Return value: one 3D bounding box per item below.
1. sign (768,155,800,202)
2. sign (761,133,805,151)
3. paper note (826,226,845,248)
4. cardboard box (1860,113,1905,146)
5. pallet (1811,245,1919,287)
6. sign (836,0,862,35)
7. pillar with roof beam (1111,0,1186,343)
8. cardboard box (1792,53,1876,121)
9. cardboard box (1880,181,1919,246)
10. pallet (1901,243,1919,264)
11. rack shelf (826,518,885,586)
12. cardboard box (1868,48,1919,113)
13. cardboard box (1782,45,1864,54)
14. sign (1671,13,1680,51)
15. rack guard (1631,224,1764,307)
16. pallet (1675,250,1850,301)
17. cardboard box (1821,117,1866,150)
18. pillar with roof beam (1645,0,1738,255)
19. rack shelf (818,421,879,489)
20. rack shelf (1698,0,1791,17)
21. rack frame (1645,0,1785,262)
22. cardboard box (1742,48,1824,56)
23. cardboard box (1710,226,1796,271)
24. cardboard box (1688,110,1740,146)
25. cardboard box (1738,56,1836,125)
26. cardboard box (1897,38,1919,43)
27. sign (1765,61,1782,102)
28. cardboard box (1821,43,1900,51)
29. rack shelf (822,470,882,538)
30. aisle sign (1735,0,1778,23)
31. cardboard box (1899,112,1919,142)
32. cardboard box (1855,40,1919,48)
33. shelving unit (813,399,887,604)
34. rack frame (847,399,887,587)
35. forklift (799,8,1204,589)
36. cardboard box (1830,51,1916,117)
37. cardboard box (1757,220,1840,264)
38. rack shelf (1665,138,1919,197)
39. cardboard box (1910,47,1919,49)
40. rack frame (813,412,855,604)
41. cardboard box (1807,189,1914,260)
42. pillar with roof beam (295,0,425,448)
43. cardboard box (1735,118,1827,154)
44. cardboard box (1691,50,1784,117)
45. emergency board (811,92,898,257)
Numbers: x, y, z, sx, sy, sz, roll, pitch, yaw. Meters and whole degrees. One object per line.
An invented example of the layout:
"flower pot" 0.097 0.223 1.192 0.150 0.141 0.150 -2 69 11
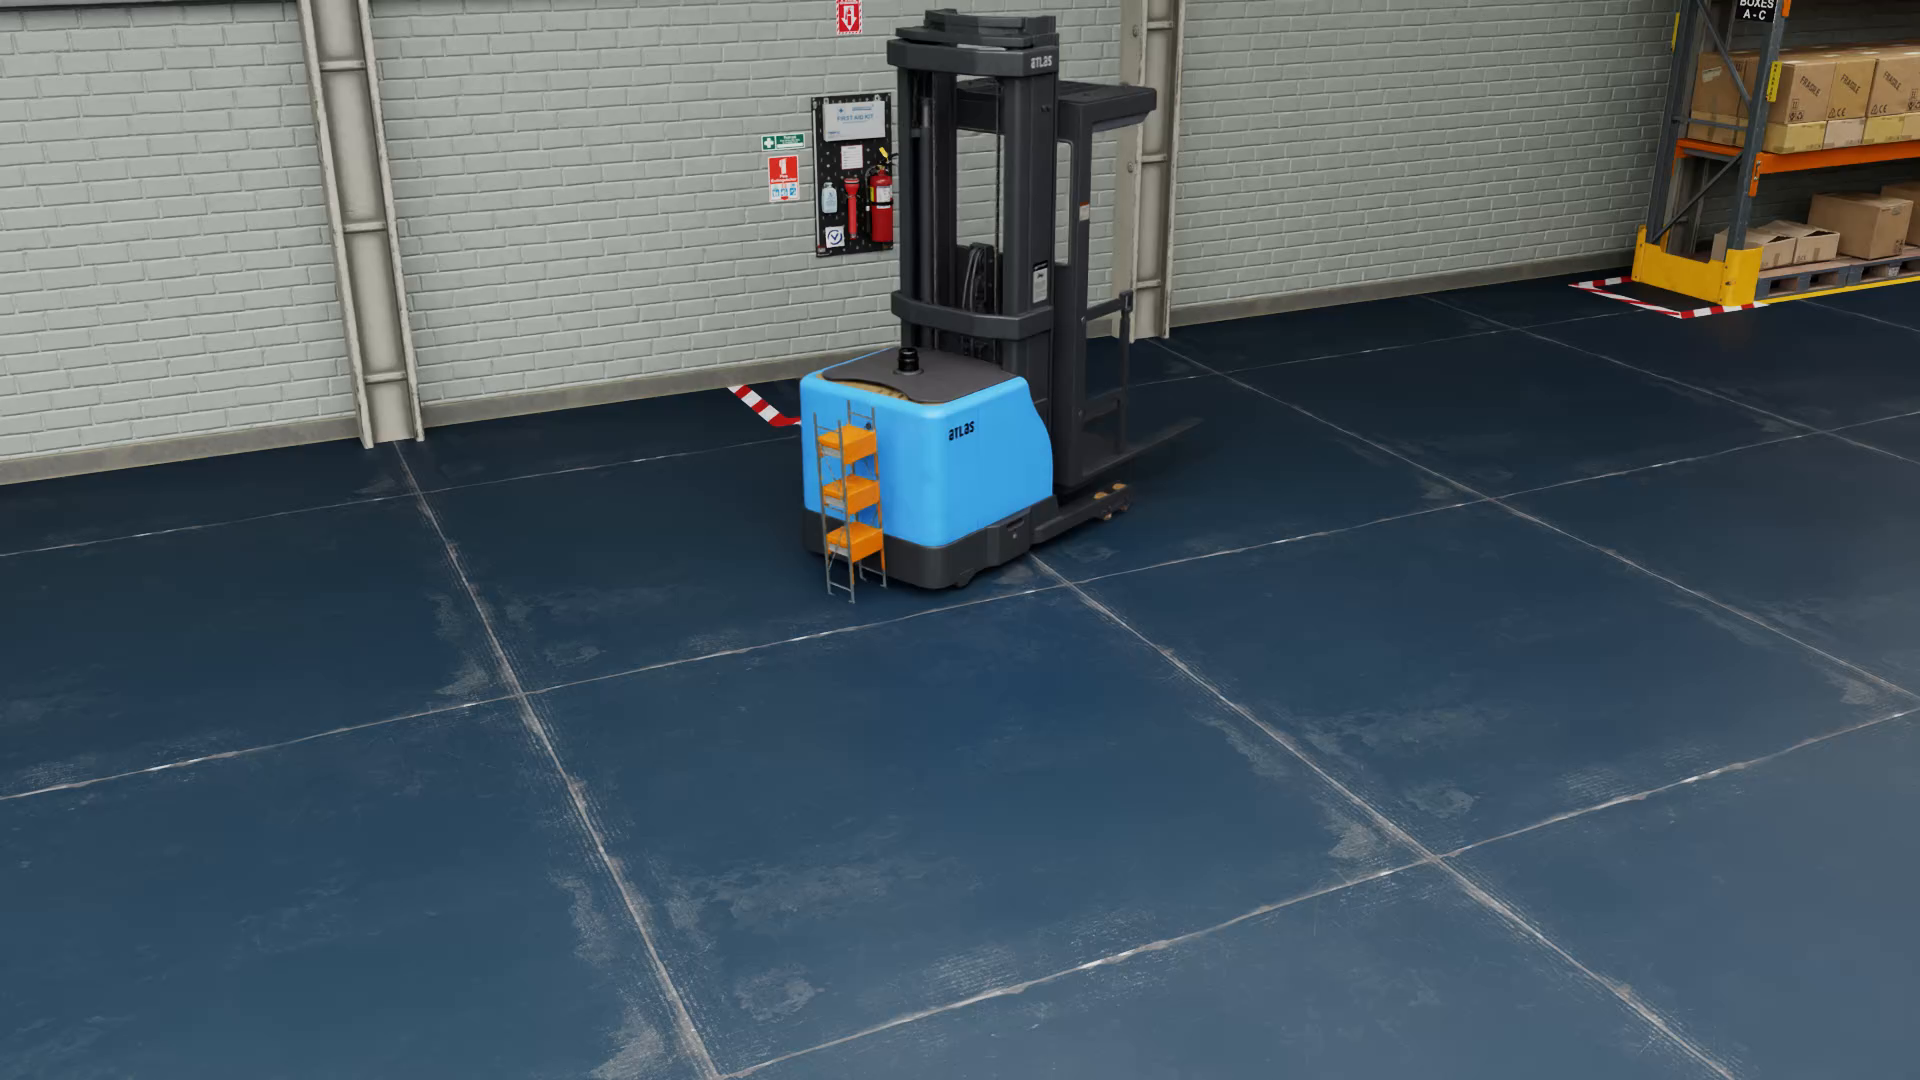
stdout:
"sign" -1.291 -2.648 12.179 0.234 0.329 0.001 -10 25 -24
"sign" -1.283 -2.891 12.072 0.331 0.109 0.001 -10 25 -24
"paper note" -0.937 -2.275 12.477 0.142 0.148 0.016 -10 25 -24
"cardboard box" 8.147 -3.751 15.059 0.500 0.250 0.500 -11 25 -24
"pallet" 8.560 -2.713 16.029 1.213 0.211 1.003 -10 25 -24
"sign" -0.798 -3.792 11.958 0.199 0.298 0.001 -10 25 -24
"pillar with roof beam" 3.362 -4.373 8.549 0.400 9.000 9.100 -10 25 -24
"cardboard box" 7.656 -4.006 14.696 0.500 0.500 0.500 -10 25 -23
"cardboard box" 9.333 -3.192 16.232 0.500 0.500 0.500 -12 26 -28
"pallet" 9.661 -2.917 16.522 1.213 0.211 1.003 -10 25 -24
"rack shelf" -0.569 0.060 8.968 0.215 0.259 0.240 19 33 38
"cardboard box" 8.585 -4.180 15.115 0.500 0.500 0.500 -10 24 -22
"cardboard box" 7.901 -4.271 15.336 0.500 0.500 0.500 -11 25 -25
"sign" 6.423 -4.541 14.872 0.005 0.325 0.100 -10 25 -24
"rack guard" 6.715 -2.524 15.193 0.348 0.500 1.175 -10 25 -24
"pallet" 7.462 -2.513 15.544 1.213 0.211 1.003 -10 25 -24
"cardboard box" 7.685 -3.668 14.860 0.500 0.250 0.500 -11 25 -25
"pillar with roof beam" 8.769 -5.368 10.953 0.400 9.000 9.100 -10 25 -24
"rack shelf" -0.592 -0.448 8.730 0.215 0.259 0.240 19 33 38
"rack shelf" 8.448 -5.051 15.049 4.000 0.370 1.077 -10 25 -24
"rack frame" 6.646 -3.666 14.684 0.127 3.000 1.000 -10 25 -24
"cardboard box" 7.437 -4.184 15.125 0.500 0.500 0.500 -10 25 -23
"cardboard box" 7.309 -2.711 15.317 0.500 0.311 0.500 -14 26 -30
"cardboard box" 6.983 -3.750 15.058 0.500 0.250 0.500 -10 25 -23
"cardboard box" 7.207 -3.928 14.507 0.500 0.500 0.500 -10 25 -24
"cardboard box" 9.269 -4.525 15.950 0.500 0.500 0.500 -11 25 -24
"sign" 6.882 -3.879 14.067 0.005 0.325 0.100 -10 25 -24
"cardboard box" 8.354 -4.355 15.537 0.500 0.500 0.500 -10 25 -23
"rack shelf" -0.581 -0.192 8.850 0.215 0.259 0.240 19 33 38
"aisle sign" 6.711 -4.752 13.908 0.004 0.787 0.394 -10 25 -24
"cardboard box" 8.603 -3.834 15.260 0.500 0.250 0.500 -10 25 -23
"cardboard box" 8.817 -4.445 15.755 0.500 0.500 0.500 -10 24 -22
"shelving unit" -0.581 -0.201 8.846 0.215 1.050 0.252 19 33 38
"rack frame" -0.500 -0.243 8.926 0.200 1.050 0.008 19 33 38
"forklift" 0.419 -1.584 9.744 1.130 2.935 3.031 17 28 36
"cardboard box" 8.125 -4.090 14.898 0.500 0.500 0.500 -11 25 -25
"cardboard box" 7.822 -2.805 15.545 0.500 0.311 0.500 -8 24 -19
"rack shelf" 8.448 -3.665 15.623 4.000 0.370 1.077 -10 25 -24
"cardboard box" 9.053 -4.266 15.324 0.500 0.500 0.500 -11 25 -25
"rack frame" -0.662 -0.160 8.765 0.200 1.050 0.008 19 33 38
"cardboard box" 8.505 -2.997 15.761 0.500 0.500 0.700 -12 25 -27
"pillar with roof beam" -2.044 -3.378 6.145 0.400 9.000 9.100 -10 25 -24
"cardboard box" 7.224 -3.577 14.640 0.500 0.250 0.500 -11 25 -25
"cardboard box" 6.979 -4.104 14.931 0.500 0.500 0.500 -11 25 -24
"emergency board" -0.748 -2.688 12.322 0.643 1.169 0.194 -10 25 -24
